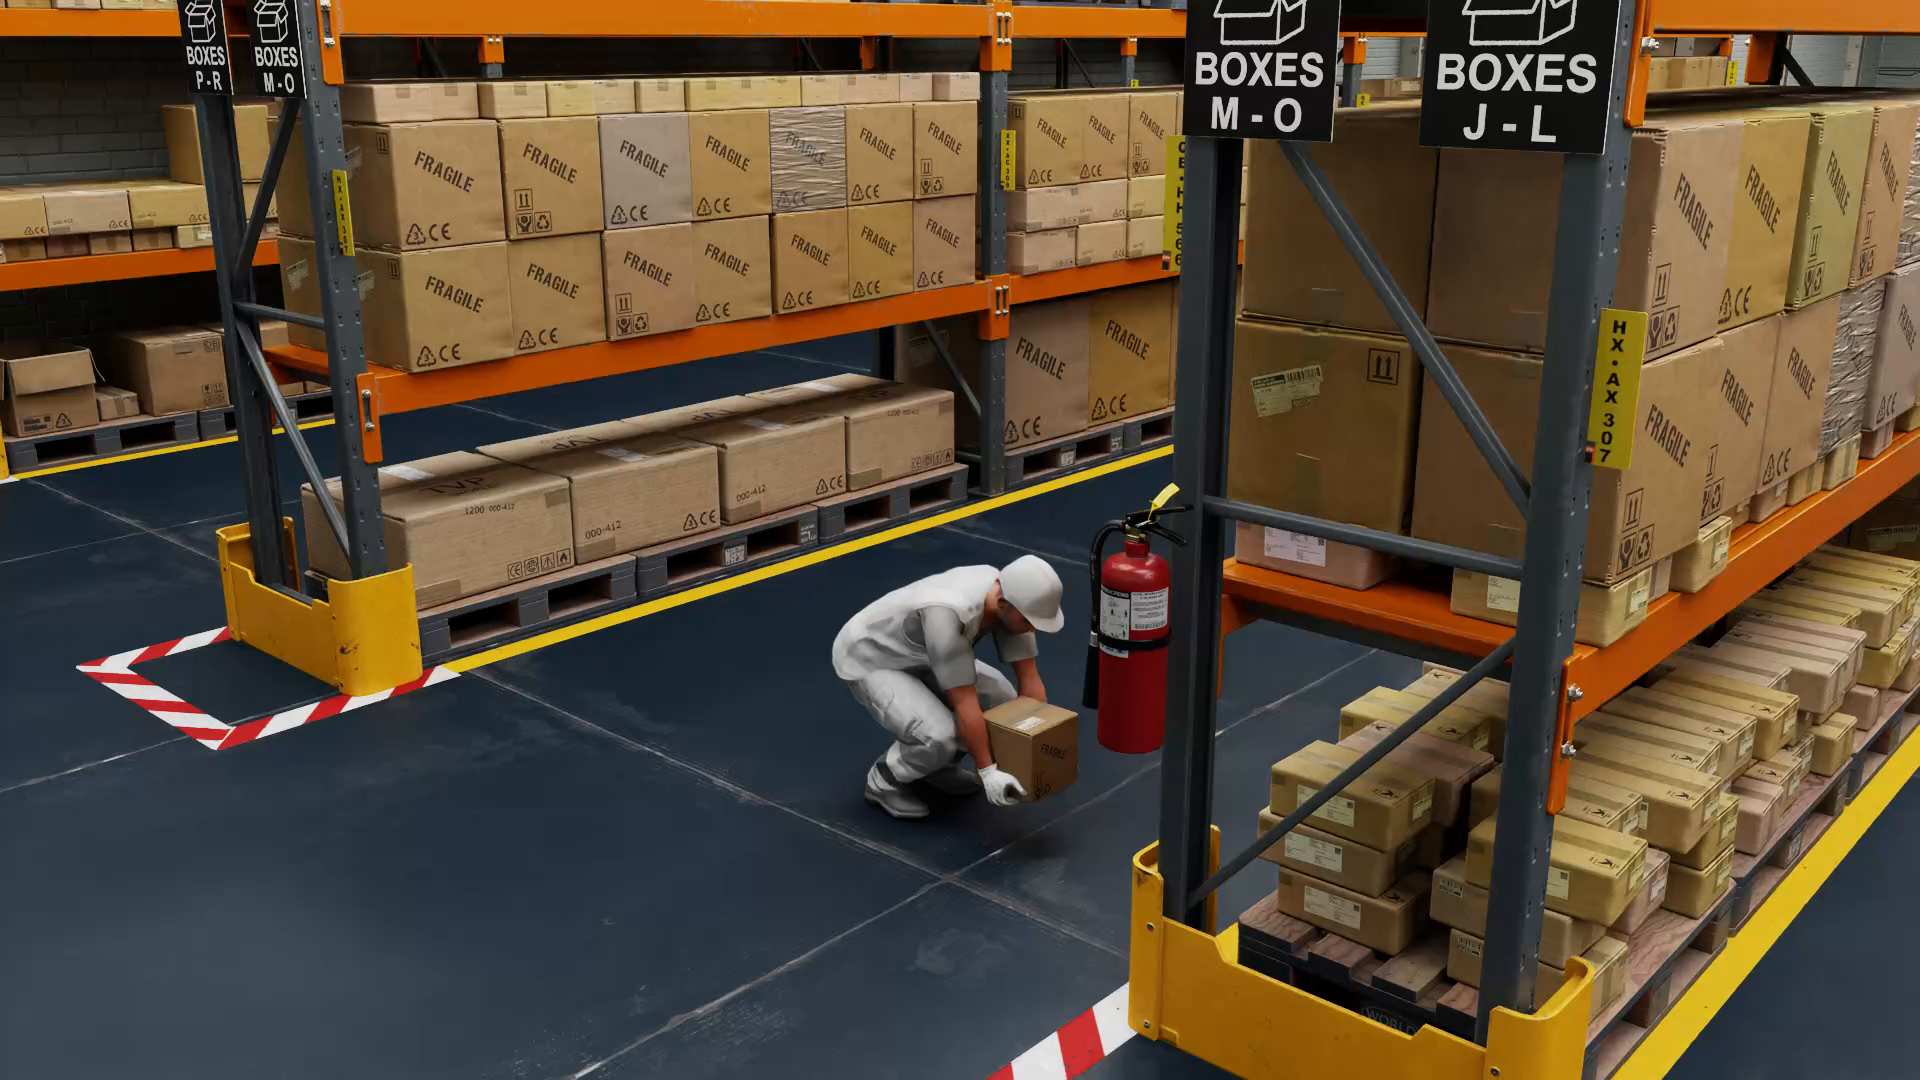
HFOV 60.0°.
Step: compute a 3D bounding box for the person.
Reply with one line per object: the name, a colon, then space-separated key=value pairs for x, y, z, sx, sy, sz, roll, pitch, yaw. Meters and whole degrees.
person: x=-0.023 y=0.482 z=5.792 sx=0.903 sy=0.994 sz=0.541 roll=14 pitch=22 yaw=38
